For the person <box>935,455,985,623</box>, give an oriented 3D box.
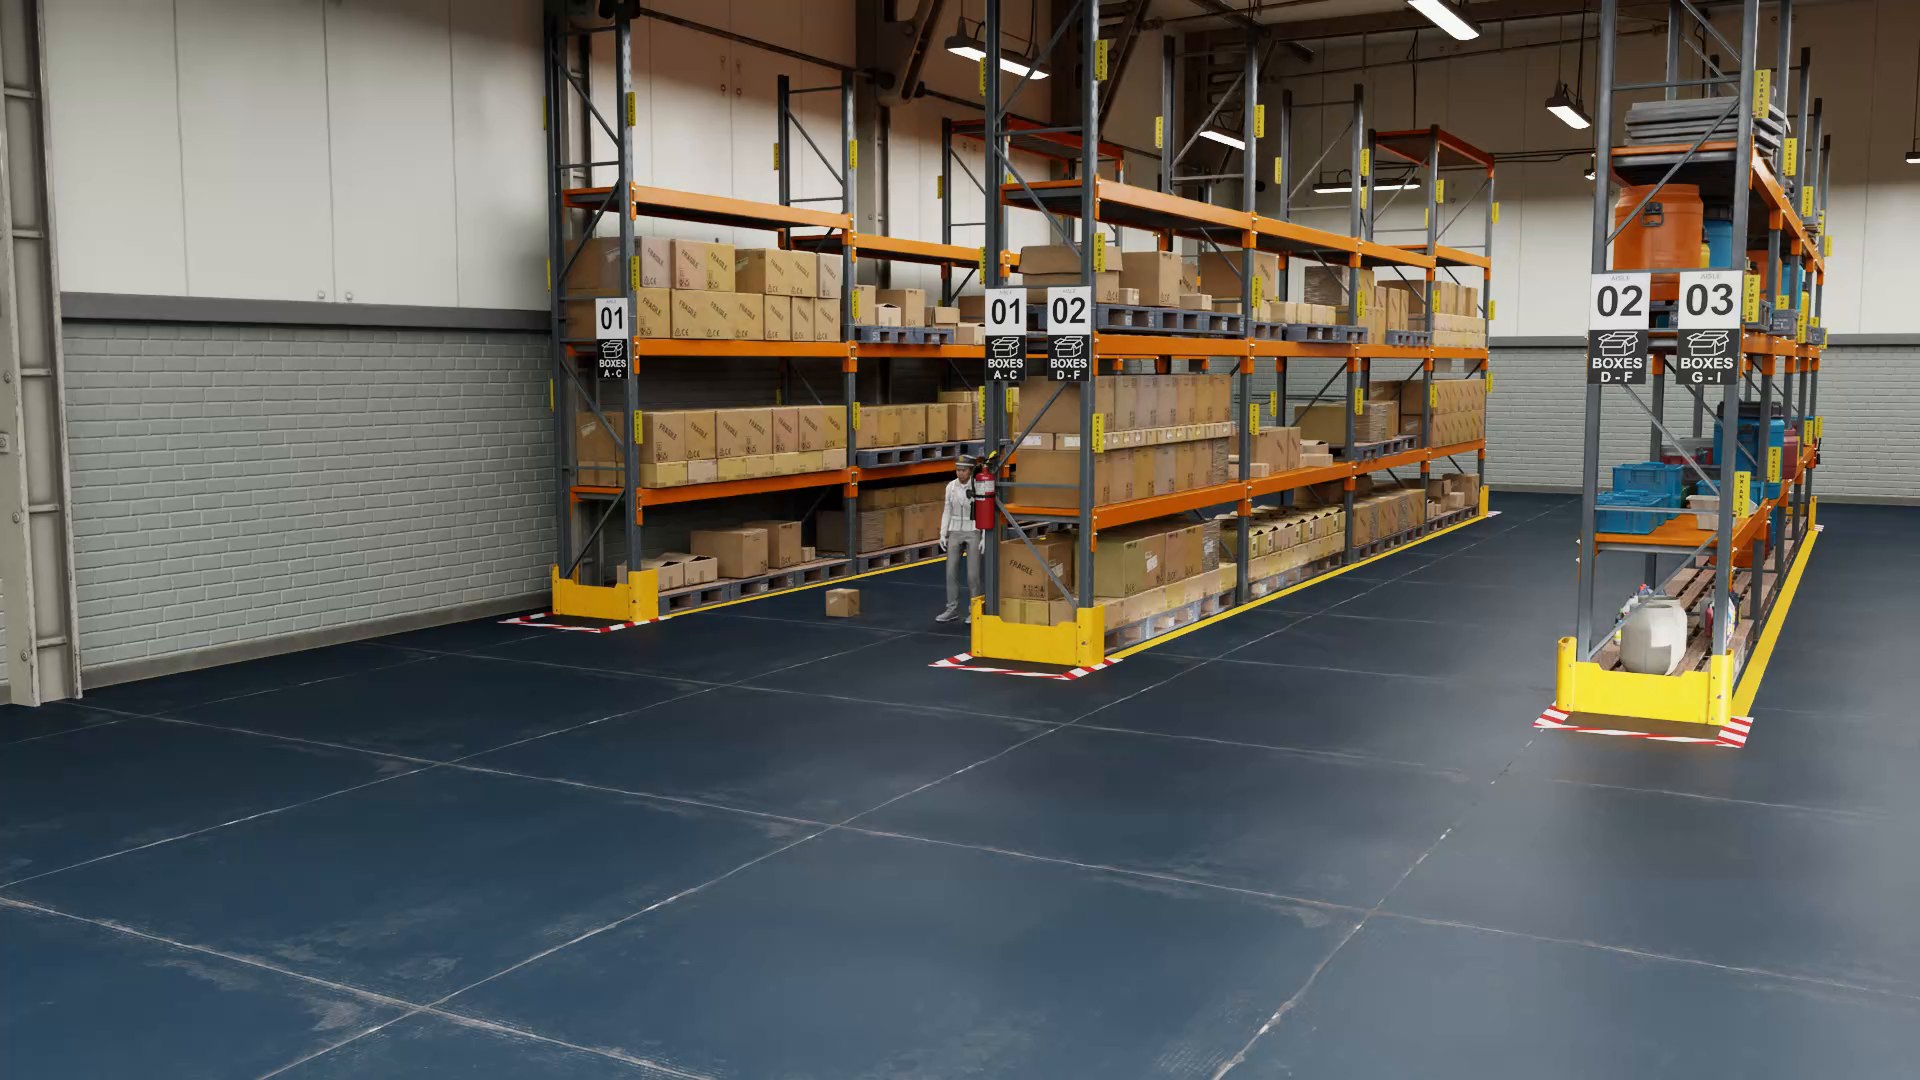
[{"bbox_3d":[0.051,-0.017,16.496,0.548,1.667,0.369,3,7,25],"label":"person"}]
